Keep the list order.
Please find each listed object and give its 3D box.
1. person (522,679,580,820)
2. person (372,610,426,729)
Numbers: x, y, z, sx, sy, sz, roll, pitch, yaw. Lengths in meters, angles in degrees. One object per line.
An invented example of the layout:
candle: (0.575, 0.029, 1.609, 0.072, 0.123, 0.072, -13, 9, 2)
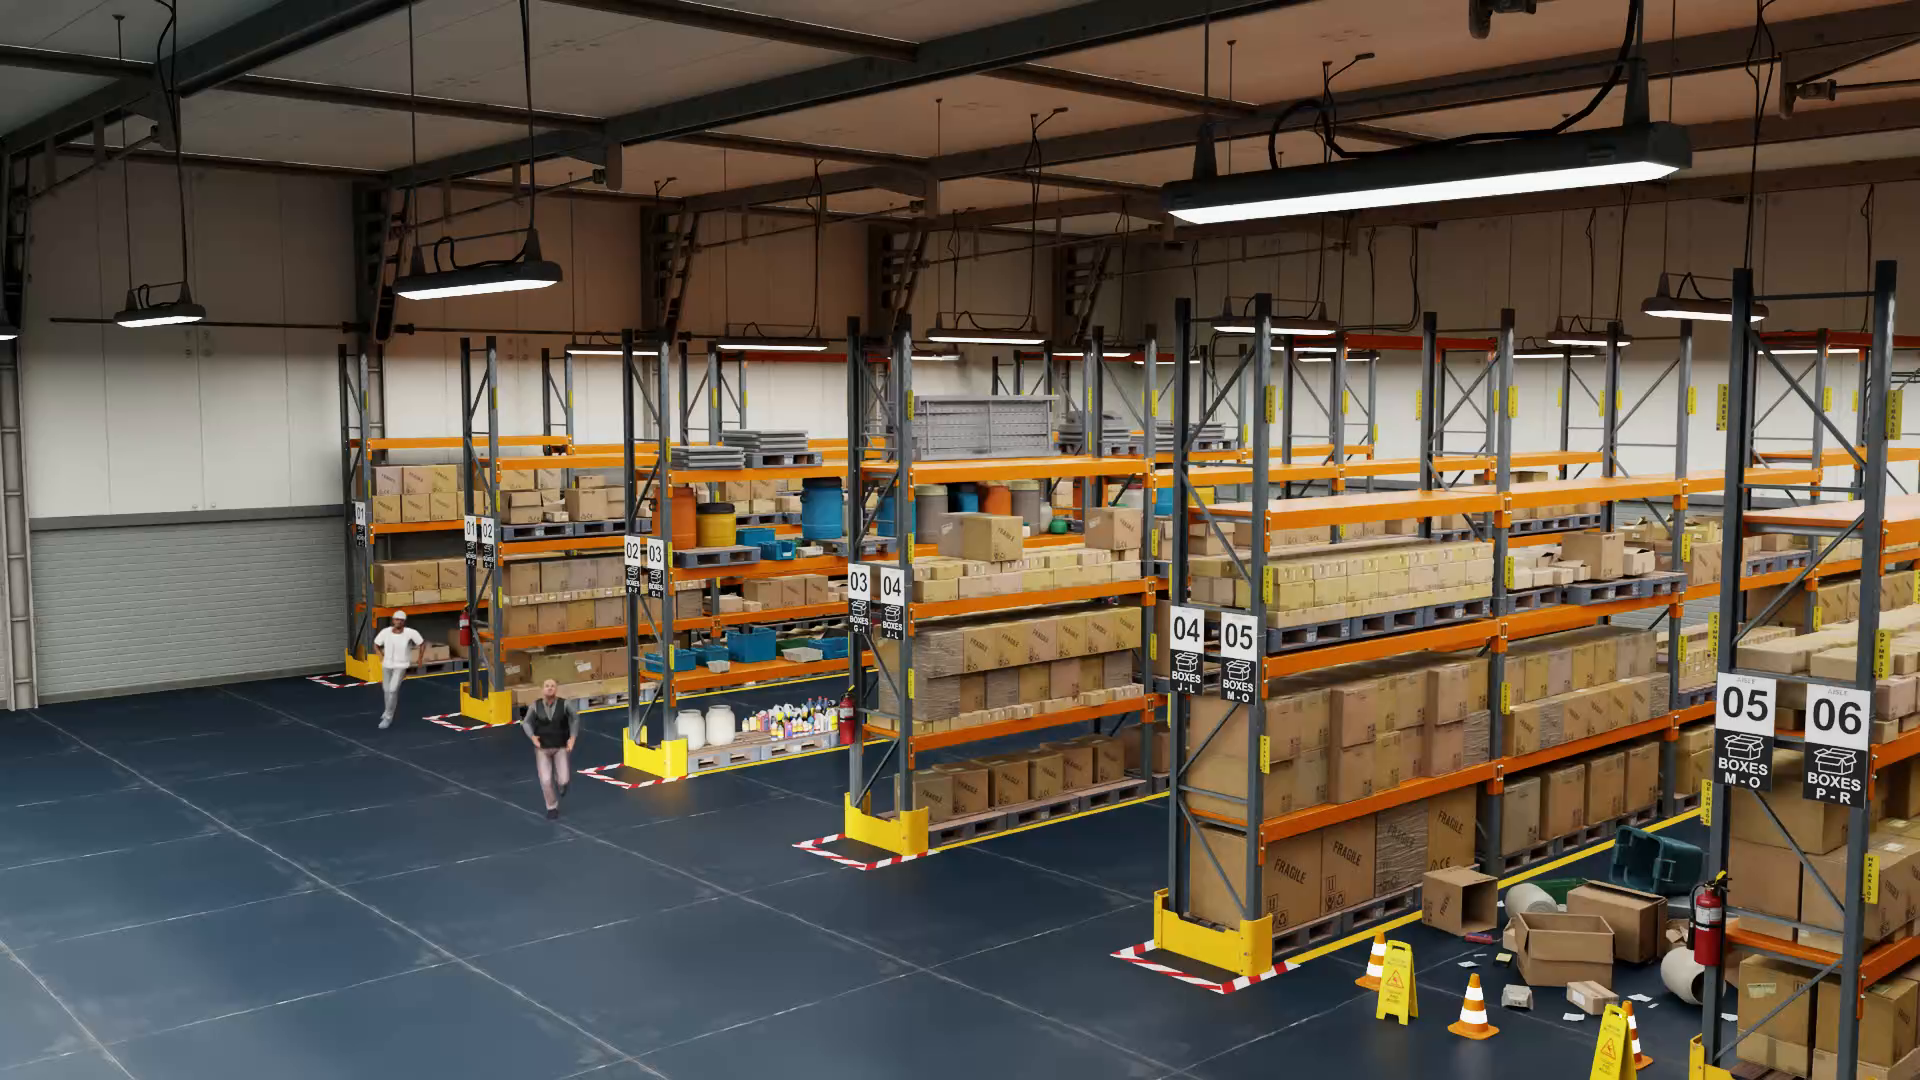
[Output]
person: (-4.984, 2.526, 20.294, 0.687, 1.683, 0.639, -1, 5, -16)
person: (-8.723, 1.973, 25.760, 0.766, 1.774, 0.856, 0, 5, 0)
